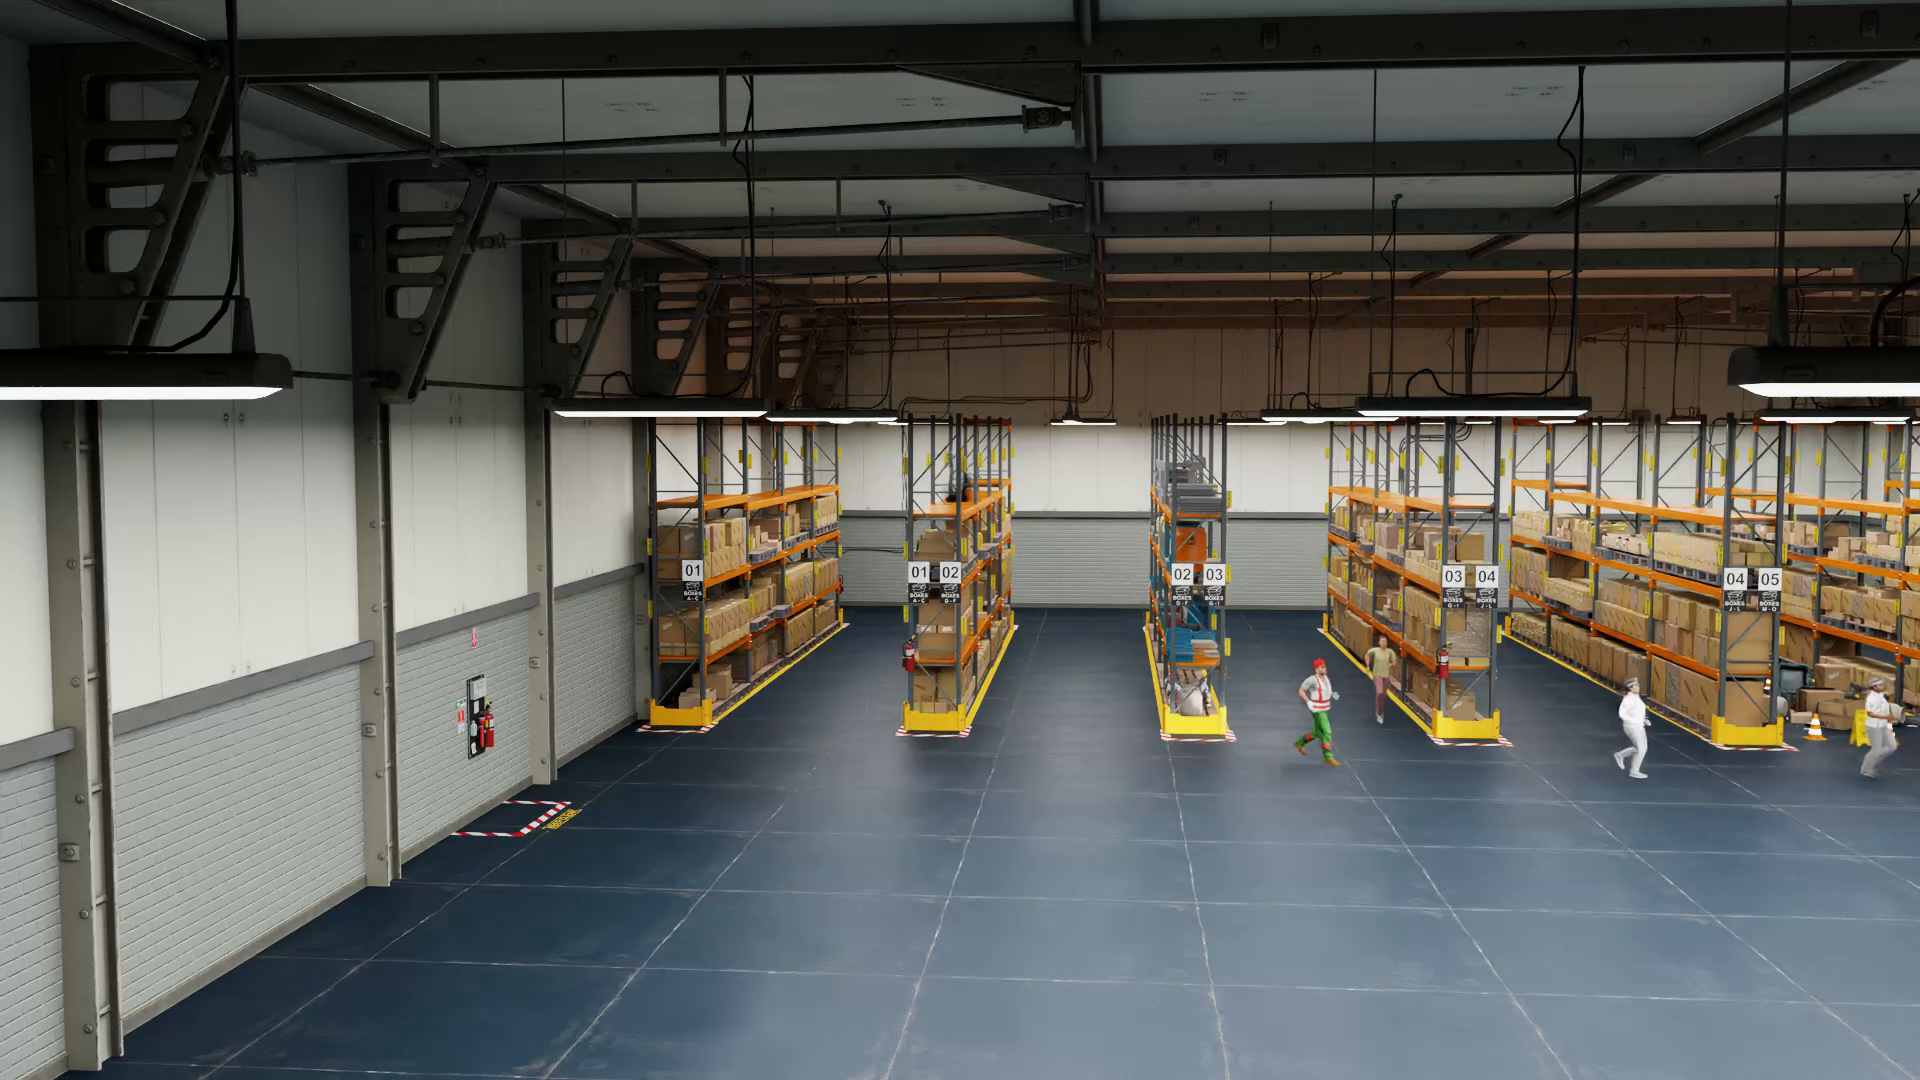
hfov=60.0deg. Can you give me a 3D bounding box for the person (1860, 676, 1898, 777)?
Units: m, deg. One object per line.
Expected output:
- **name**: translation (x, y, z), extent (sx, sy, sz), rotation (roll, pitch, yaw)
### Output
- **person**: translation (15.054, 3.053, 27.168), extent (0.563, 1.663, 0.571), rotation (-3, 5, -39)

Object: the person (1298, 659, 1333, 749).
- **person**: translation (0.585, 2.427, 33.619), extent (15.765, 1.513, 0.639), rotation (4, 5, 43)

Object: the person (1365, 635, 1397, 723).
- **person**: translation (8.241, 2.702, 32.510), extent (0.540, 1.717, 0.807), rotation (0, 4, -2)

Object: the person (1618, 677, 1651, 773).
- **person**: translation (11.015, 3.030, 27.259), extent (0.527, 1.586, 0.435), rotation (4, 5, 44)
